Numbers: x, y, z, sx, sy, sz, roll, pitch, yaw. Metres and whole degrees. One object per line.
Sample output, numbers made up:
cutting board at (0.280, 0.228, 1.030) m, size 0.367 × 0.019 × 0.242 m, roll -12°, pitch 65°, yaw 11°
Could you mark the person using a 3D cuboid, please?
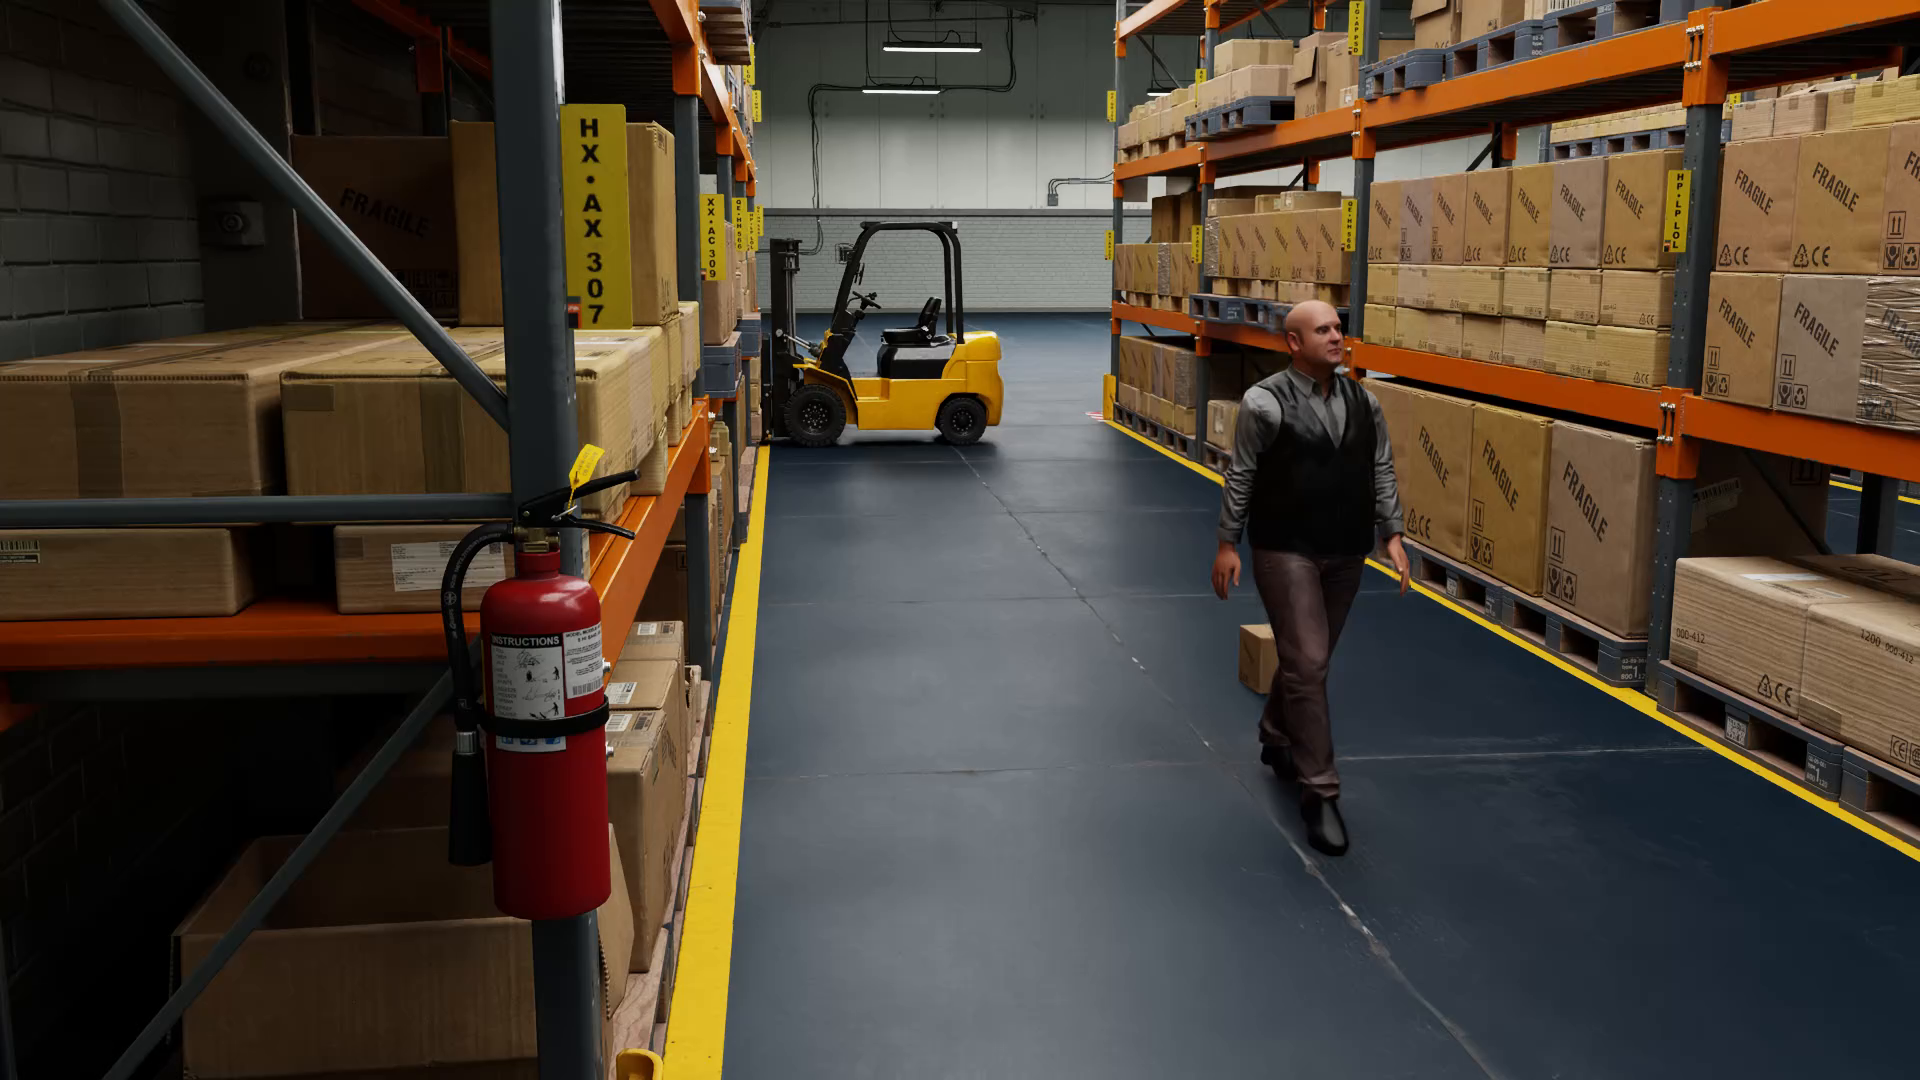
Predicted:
person at (1.213, 0.071, 5.561) m, size 0.580 × 1.722 × 0.865 m, roll -4°, pitch 11°, yaw -21°
